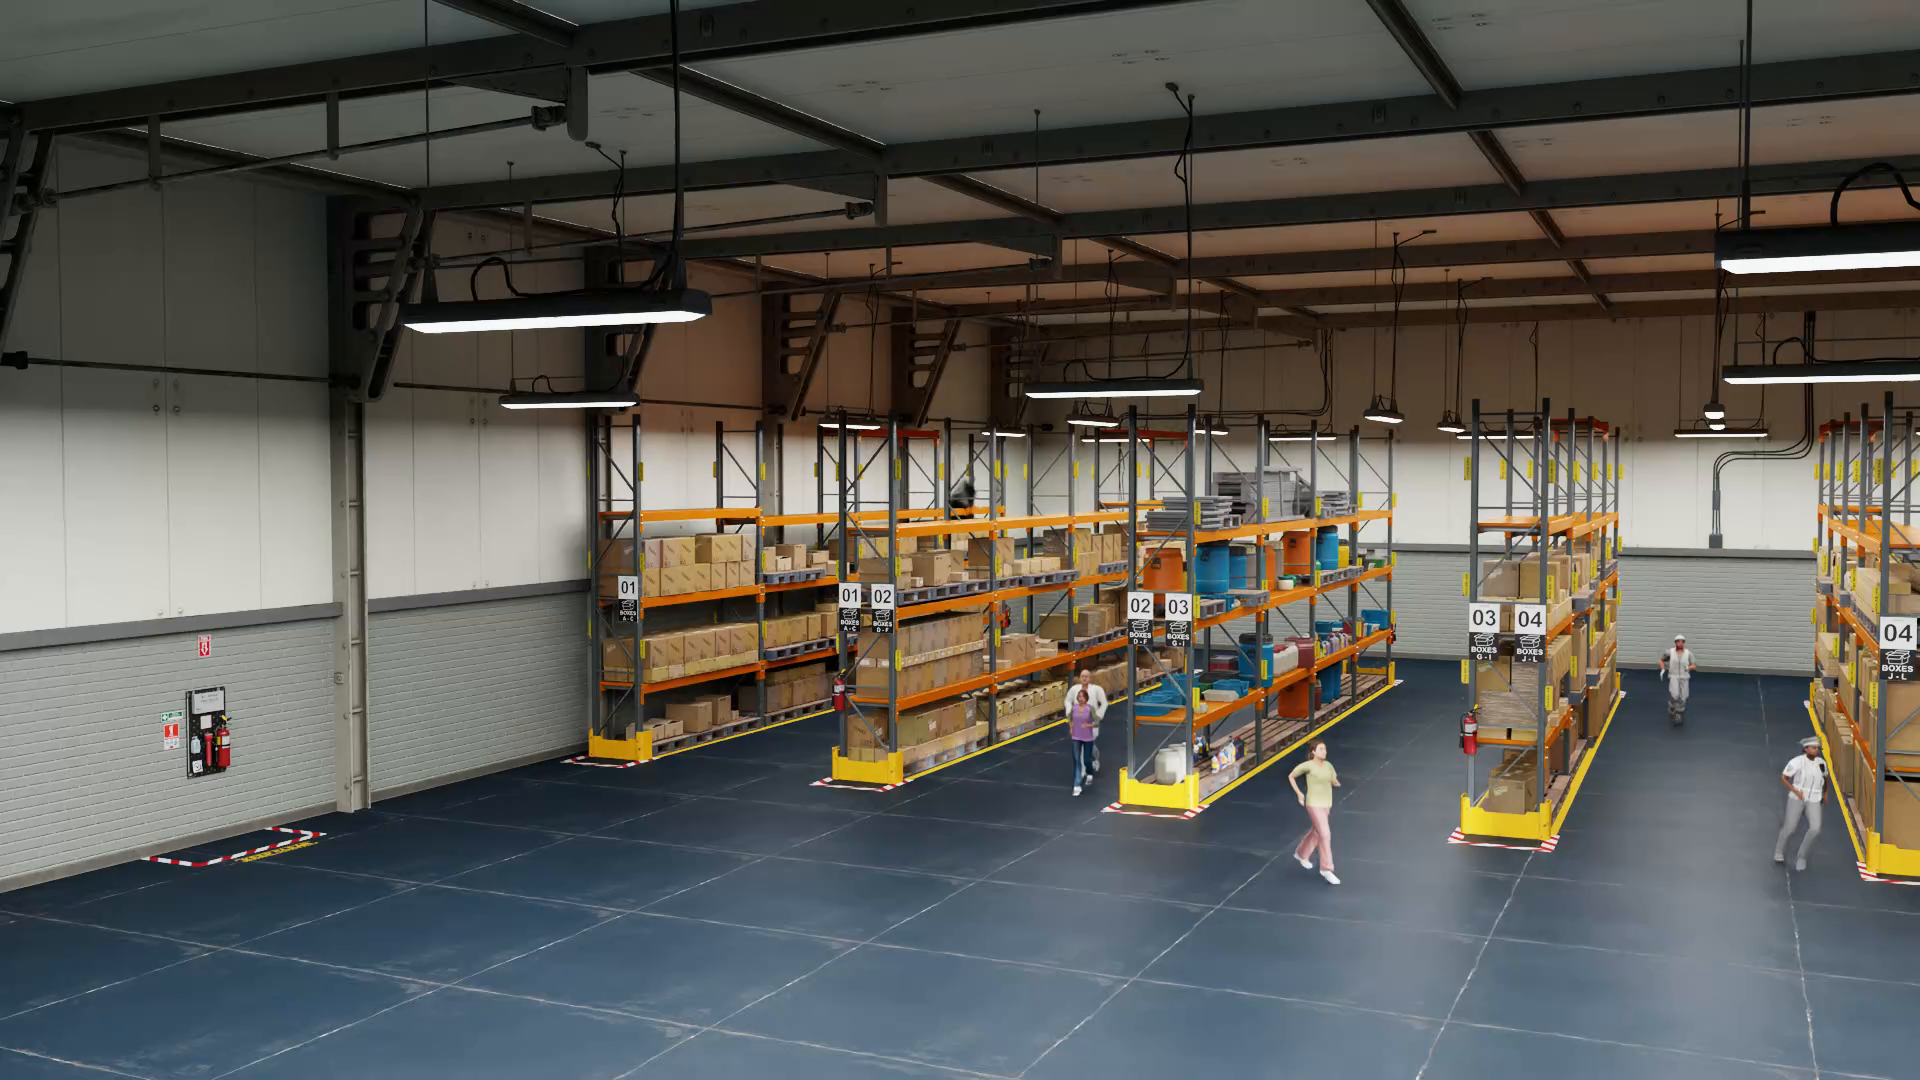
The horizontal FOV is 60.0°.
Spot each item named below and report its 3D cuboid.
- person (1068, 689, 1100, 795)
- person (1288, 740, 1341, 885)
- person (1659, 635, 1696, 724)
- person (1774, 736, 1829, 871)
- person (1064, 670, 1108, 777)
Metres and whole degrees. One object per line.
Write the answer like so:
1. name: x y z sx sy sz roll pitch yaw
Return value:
1. person: 1.902 3.113 25.842 0.544 1.583 0.870 1 2 15
2. person: 4.409 3.306 20.488 0.560 1.703 0.872 -2 3 -34
3. person: 14.177 2.756 32.807 0.645 1.754 0.668 1 2 13
4. person: 10.695 3.316 21.019 0.650 1.698 0.660 0 2 8
5. person: 2.055 3.006 27.381 0.718 1.743 0.637 1 2 18
